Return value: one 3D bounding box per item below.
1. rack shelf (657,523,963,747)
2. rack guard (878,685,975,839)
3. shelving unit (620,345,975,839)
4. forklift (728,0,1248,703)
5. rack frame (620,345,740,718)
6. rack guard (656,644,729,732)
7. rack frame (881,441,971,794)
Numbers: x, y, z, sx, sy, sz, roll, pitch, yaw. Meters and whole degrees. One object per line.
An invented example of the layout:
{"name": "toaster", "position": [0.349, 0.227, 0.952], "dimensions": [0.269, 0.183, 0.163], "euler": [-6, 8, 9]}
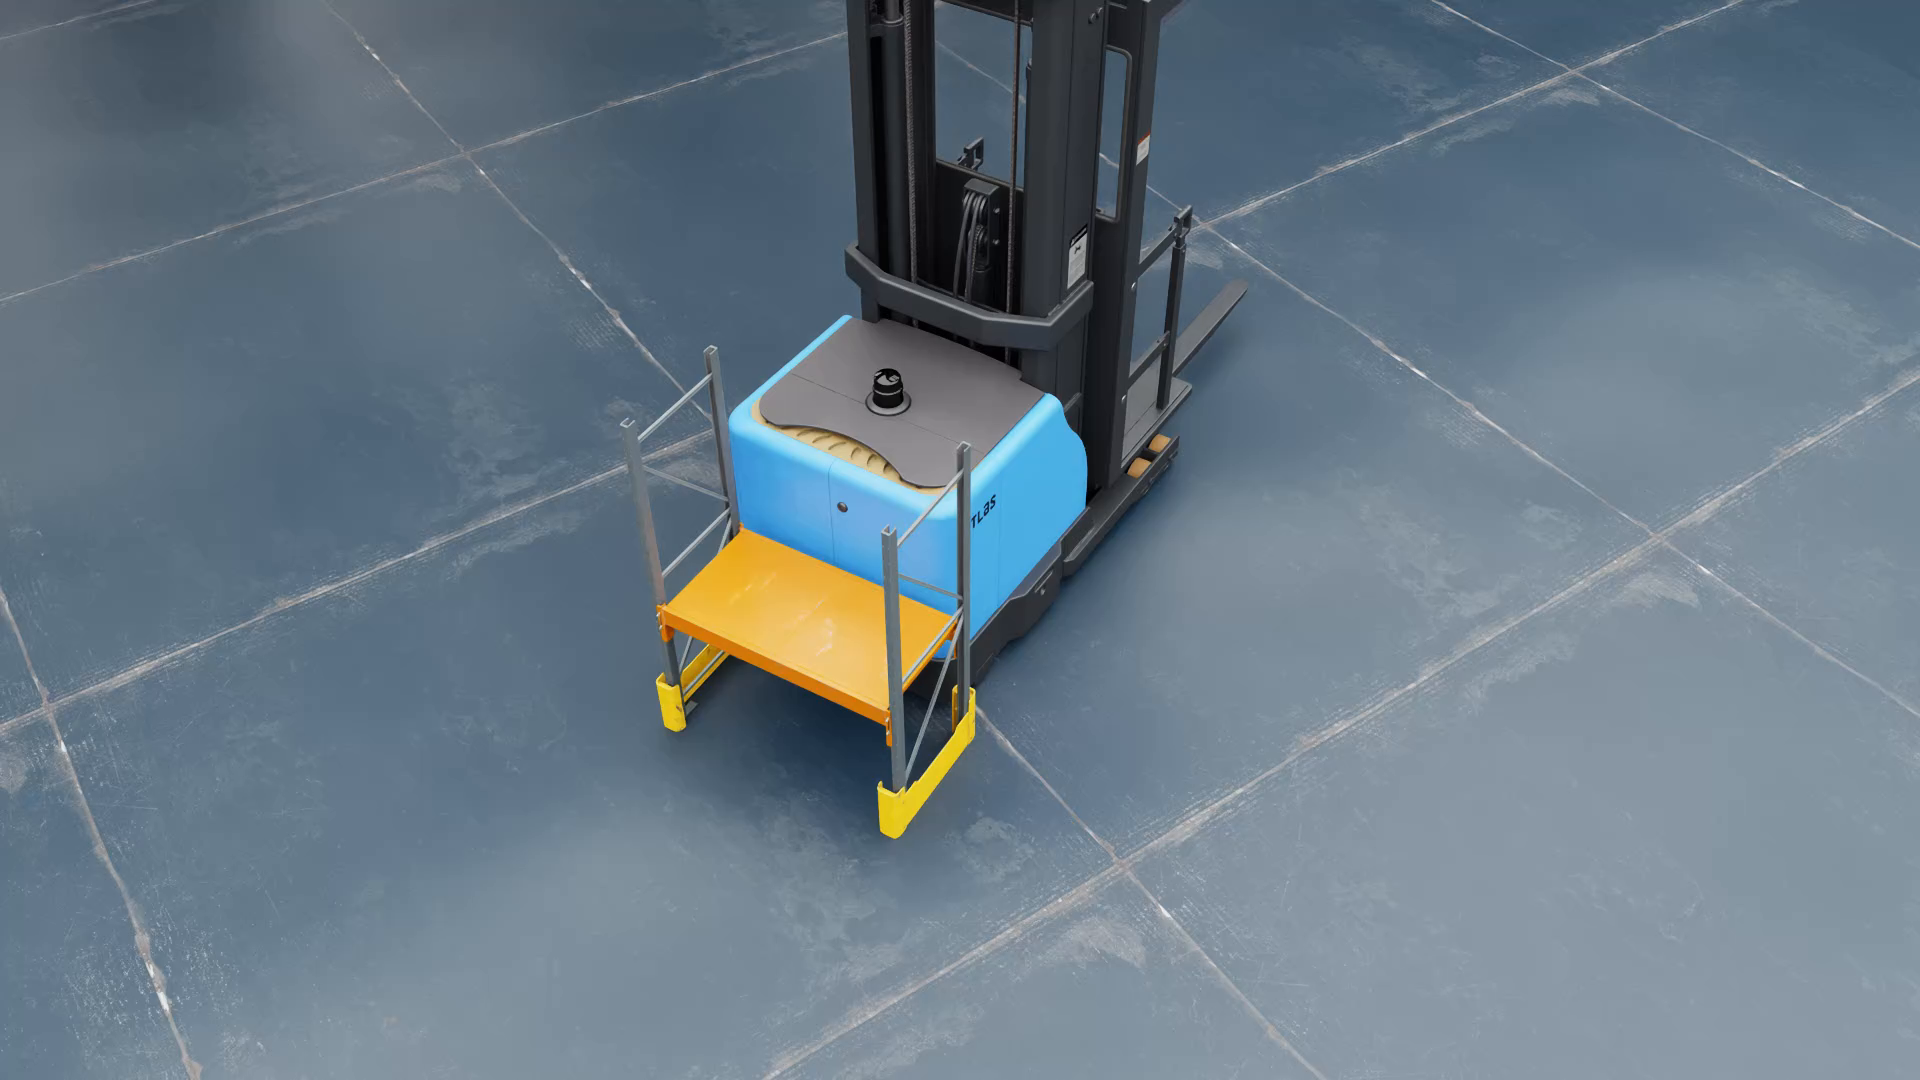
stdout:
{"name": "rack shelf", "position": [-0.541, 0.327, 6.072], "dimensions": [1.000, 0.185, 0.538], "euler": [22, 48, 21]}
{"name": "rack guard", "position": [-0.119, 0.820, 6.201], "dimensions": [0.087, 0.250, 0.587], "euler": [22, 48, 21]}
{"name": "shelving unit", "position": [-0.549, 0.194, 5.951], "dimensions": [1.083, 1.500, 0.587], "euler": [22, 48, 21]}
{"name": "forklift", "position": [0.336, -1.422, 6.608], "dimensions": [1.130, 2.935, 3.031], "euler": [24, 49, 23]}
{"name": "rack frame", "position": [-0.979, 0.019, 6.134], "dimensions": [0.032, 1.500, 0.500], "euler": [22, 48, 21]}
{"name": "rack guard", "position": [-0.978, 0.471, 6.566], "dimensions": [0.087, 0.250, 0.587], "euler": [22, 48, 21]}
{"name": "rack frame", "position": [-0.102, 0.375, 5.762], "dimensions": [0.032, 1.500, 0.500], "euler": [22, 48, 21]}
